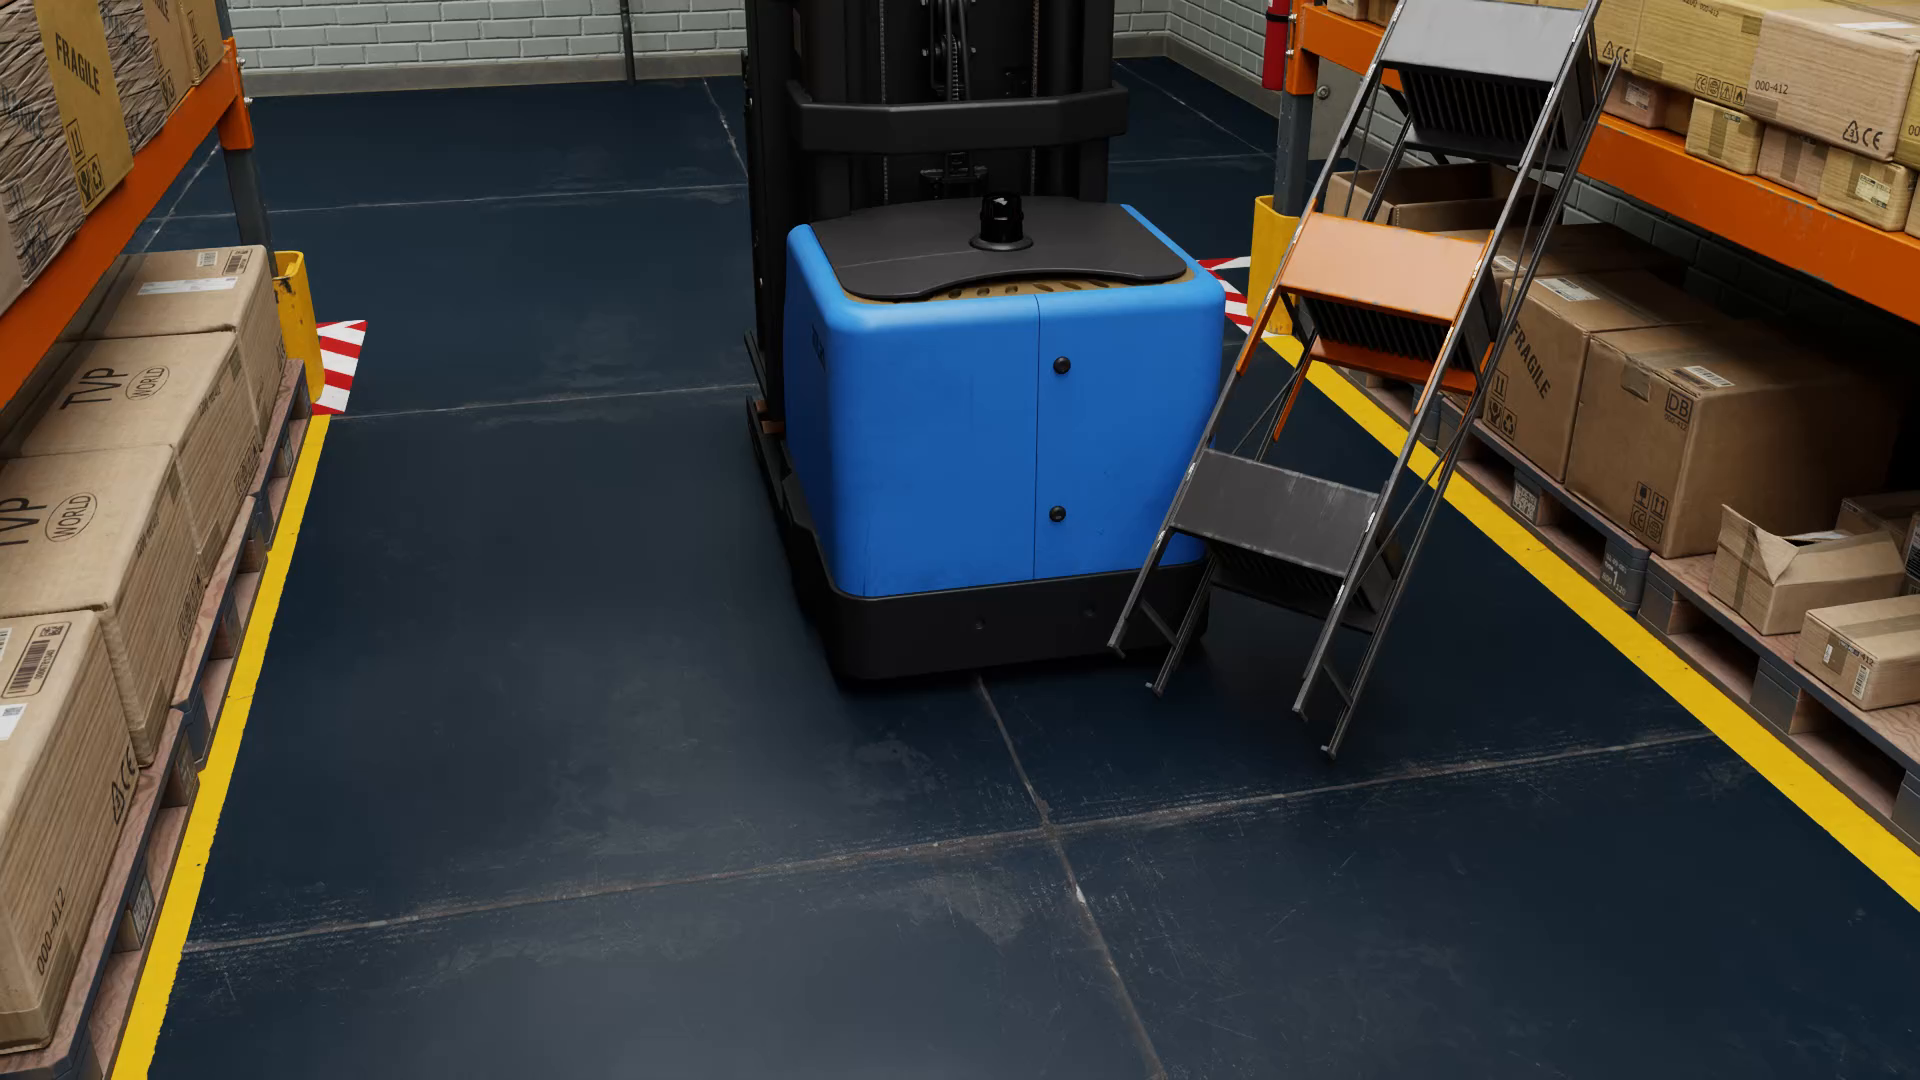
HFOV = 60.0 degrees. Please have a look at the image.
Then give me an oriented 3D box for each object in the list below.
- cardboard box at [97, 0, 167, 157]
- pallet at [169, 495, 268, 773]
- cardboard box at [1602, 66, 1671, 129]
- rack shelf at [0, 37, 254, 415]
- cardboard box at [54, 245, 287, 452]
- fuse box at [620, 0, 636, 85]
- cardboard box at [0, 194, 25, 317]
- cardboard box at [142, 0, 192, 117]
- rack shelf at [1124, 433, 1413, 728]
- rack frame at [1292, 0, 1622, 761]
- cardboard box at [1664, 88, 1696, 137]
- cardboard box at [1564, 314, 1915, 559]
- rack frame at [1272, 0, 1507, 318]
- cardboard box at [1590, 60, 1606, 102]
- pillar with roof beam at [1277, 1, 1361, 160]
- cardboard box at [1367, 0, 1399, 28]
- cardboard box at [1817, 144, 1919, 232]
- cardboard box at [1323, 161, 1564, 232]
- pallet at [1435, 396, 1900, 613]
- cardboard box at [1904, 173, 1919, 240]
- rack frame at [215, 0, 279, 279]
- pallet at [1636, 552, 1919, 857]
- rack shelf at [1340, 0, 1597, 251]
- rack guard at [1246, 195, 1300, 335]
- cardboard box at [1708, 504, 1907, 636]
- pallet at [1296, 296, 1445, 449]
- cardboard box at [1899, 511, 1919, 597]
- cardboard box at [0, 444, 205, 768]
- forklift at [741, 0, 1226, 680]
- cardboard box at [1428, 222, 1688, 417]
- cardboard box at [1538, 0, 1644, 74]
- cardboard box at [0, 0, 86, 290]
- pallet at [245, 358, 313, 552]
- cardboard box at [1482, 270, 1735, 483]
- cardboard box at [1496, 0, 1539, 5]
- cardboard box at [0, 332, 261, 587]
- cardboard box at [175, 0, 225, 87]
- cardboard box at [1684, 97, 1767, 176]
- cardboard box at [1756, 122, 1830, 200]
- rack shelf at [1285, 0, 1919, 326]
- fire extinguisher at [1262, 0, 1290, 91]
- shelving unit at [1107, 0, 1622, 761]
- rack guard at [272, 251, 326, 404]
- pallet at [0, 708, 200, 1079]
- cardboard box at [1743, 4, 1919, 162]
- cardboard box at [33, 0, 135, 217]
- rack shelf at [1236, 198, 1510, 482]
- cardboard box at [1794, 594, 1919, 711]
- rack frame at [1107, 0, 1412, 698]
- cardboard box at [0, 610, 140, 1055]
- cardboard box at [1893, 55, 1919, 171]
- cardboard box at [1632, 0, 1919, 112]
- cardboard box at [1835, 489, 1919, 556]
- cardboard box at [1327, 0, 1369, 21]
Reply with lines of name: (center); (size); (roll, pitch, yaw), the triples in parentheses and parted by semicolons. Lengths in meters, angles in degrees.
cardboard box: (-2.428, -1.264, 4.315); (0.500, 0.500, 0.500); (-5, 27, -10)
pallet: (-2.491, 0.271, 4.478); (1.003, 0.211, 1.213); (-6, 27, -12)
cardboard box: (2.070, -1.282, 4.740); (0.380, 0.149, 0.250); (-6, 27, -12)
rack shelf: (-2.568, -0.652, 4.011); (1.077, 0.370, 4.000); (-6, 27, -12)
cardboard box: (-2.773, -0.615, 5.517); (0.875, 0.438, 0.875); (-7, 28, -13)
fuse box: (-2.233, -3.898, 11.074); (0.539, 1.711, 0.414); (-6, 27, -12)
cardboard box: (-2.077, -0.594, 2.986); (0.500, 0.500, 0.500); (-6, 27, -11)
cardboard box: (-2.554, -1.489, 4.760); (0.500, 0.500, 0.500); (-7, 28, -13)
rack shelf: (0.782, 0.105, 4.143); (0.480, 0.431, 0.518); (18, 76, 31)
rack frame: (1.284, -0.457, 4.170); (0.015, 0.400, 2.100); (18, 76, 31)
cardboard box: (2.171, -1.179, 4.535); (0.380, 0.149, 0.250); (-6, 27, -11)
cardboard box: (2.251, -0.315, 4.854); (0.700, 0.500, 0.500); (-7, 28, -14)
rack frame: (1.816, -2.357, 6.590); (1.000, 3.000, 0.127); (-6, 27, -12)
cardboard box: (1.944, -1.388, 4.950); (0.380, 0.149, 0.250); (-5, 27, -10)
pillar with roof beam: (-2.107, -5.873, 6.899); (9.100, 9.000, 0.400); (-6, 27, -12)
cardboard box: (1.726, -1.965, 6.094); (0.380, 0.149, 0.250); (-5, 27, -10)
cardboard box: (2.238, -0.827, 3.838); (0.380, 0.149, 0.250); (-5, 27, -10)
cardboard box: (1.862, -1.152, 6.507); (0.797, 0.503, 0.637); (-7, 28, -14)
pallet: (2.286, -0.194, 5.400); (1.003, 0.211, 1.213); (-6, 27, -12)
cardboard box: (2.320, -0.715, 3.617); (0.380, 0.149, 0.250); (-5, 27, -10)
rack frame: (-3.019, -1.851, 5.588); (1.000, 3.000, 0.127); (-6, 27, -12)
pallet: (2.564, 0.343, 4.337); (1.003, 0.211, 1.213); (-6, 27, -12)
rack shelf: (1.375, -1.128, 4.441); (0.480, 0.431, 0.518); (18, 76, 31)
rack guard: (1.833, -1.207, 7.087); (1.175, 0.500, 0.348); (-6, 27, -12)
cardboard box: (2.226, 0.061, 4.369); (0.396, 0.266, 0.258); (-5, 27, -10)
pallet: (2.014, -0.729, 6.459); (1.003, 0.211, 1.213); (-6, 27, -12)
cardboard box: (2.799, 0.098, 4.245); (0.500, 0.311, 0.500); (-5, 27, -10)
cardboard box: (-2.357, 0.182, 3.938); (0.875, 0.438, 0.875); (-7, 28, -13)
forklift: (-0.139, -1.585, 5.138); (1.130, 2.935, 3.031); (-6, 27, -11)
cardboard box: (2.017, -0.771, 5.757); (0.700, 0.500, 0.500); (-5, 27, -9)
cardboard box: (2.023, -1.530, 4.789); (0.500, 0.250, 0.500); (-7, 28, -13)
cardboard box: (-2.183, -0.813, 3.420); (0.500, 0.500, 0.500); (-6, 27, -11)
pallet: (-2.762, -0.263, 5.537); (1.003, 0.211, 1.213); (-6, 27, -12)
cardboard box: (2.038, -0.529, 5.277); (0.500, 0.500, 0.500); (-5, 27, -11)
cardboard box: (1.887, -1.753, 5.230); (0.500, 0.250, 0.500); (-6, 27, -13)
cardboard box: (-2.558, -0.214, 4.723); (0.875, 0.438, 0.875); (-5, 27, -10)
cardboard box: (-2.652, -1.711, 5.200); (0.500, 0.500, 0.500); (-6, 27, -11)
cardboard box: (2.120, -1.054, 4.288); (0.380, 0.149, 0.250); (-6, 27, -12)
cardboard box: (2.205, -0.945, 4.071); (0.380, 0.149, 0.250); (-5, 27, -10)
rack shelf: (2.267, -1.158, 5.013); (1.077, 0.370, 4.000); (-6, 27, -12)
fire extinguisher: (1.333, -2.173, 6.727); (0.296, 0.674, 0.183); (-6, 27, -12)
shelving unit: (1.085, -0.523, 4.295); (0.503, 0.431, 2.100); (18, 76, 31)
rack guard: (-3.024, -0.746, 6.173); (1.175, 0.500, 0.348); (-6, 27, -12)
pallet: (-2.212, 0.808, 3.415); (1.003, 0.211, 1.213); (-6, 27, -12)
cardboard box: (2.238, -1.084, 3.905); (0.500, 0.250, 0.500); (-6, 27, -11)
cardboard box: (-2.299, -1.039, 3.868); (0.500, 0.500, 0.500); (-5, 27, -10)
rack shelf: (1.079, -0.511, 4.292); (0.480, 0.431, 0.518); (18, 76, 31)
cardboard box: (2.306, 0.270, 4.085); (0.380, 0.149, 0.250); (-7, 28, -13)
rack frame: (0.885, -0.589, 4.419); (0.015, 0.400, 2.100); (18, 76, 31)
cardboard box: (-2.154, 0.575, 3.160); (0.875, 0.438, 0.875); (-6, 27, -12)
cardboard box: (2.365, -0.865, 3.472); (0.500, 0.250, 0.500); (-5, 27, -10)
cardboard box: (2.139, -1.304, 4.341); (0.500, 0.250, 0.500); (-6, 27, -12)
cardboard box: (2.701, -0.020, 4.658); (0.380, 0.149, 0.250); (-6, 27, -12)
cardboard box: (1.623, -2.072, 6.306); (0.380, 0.149, 0.250); (-6, 27, -12)
